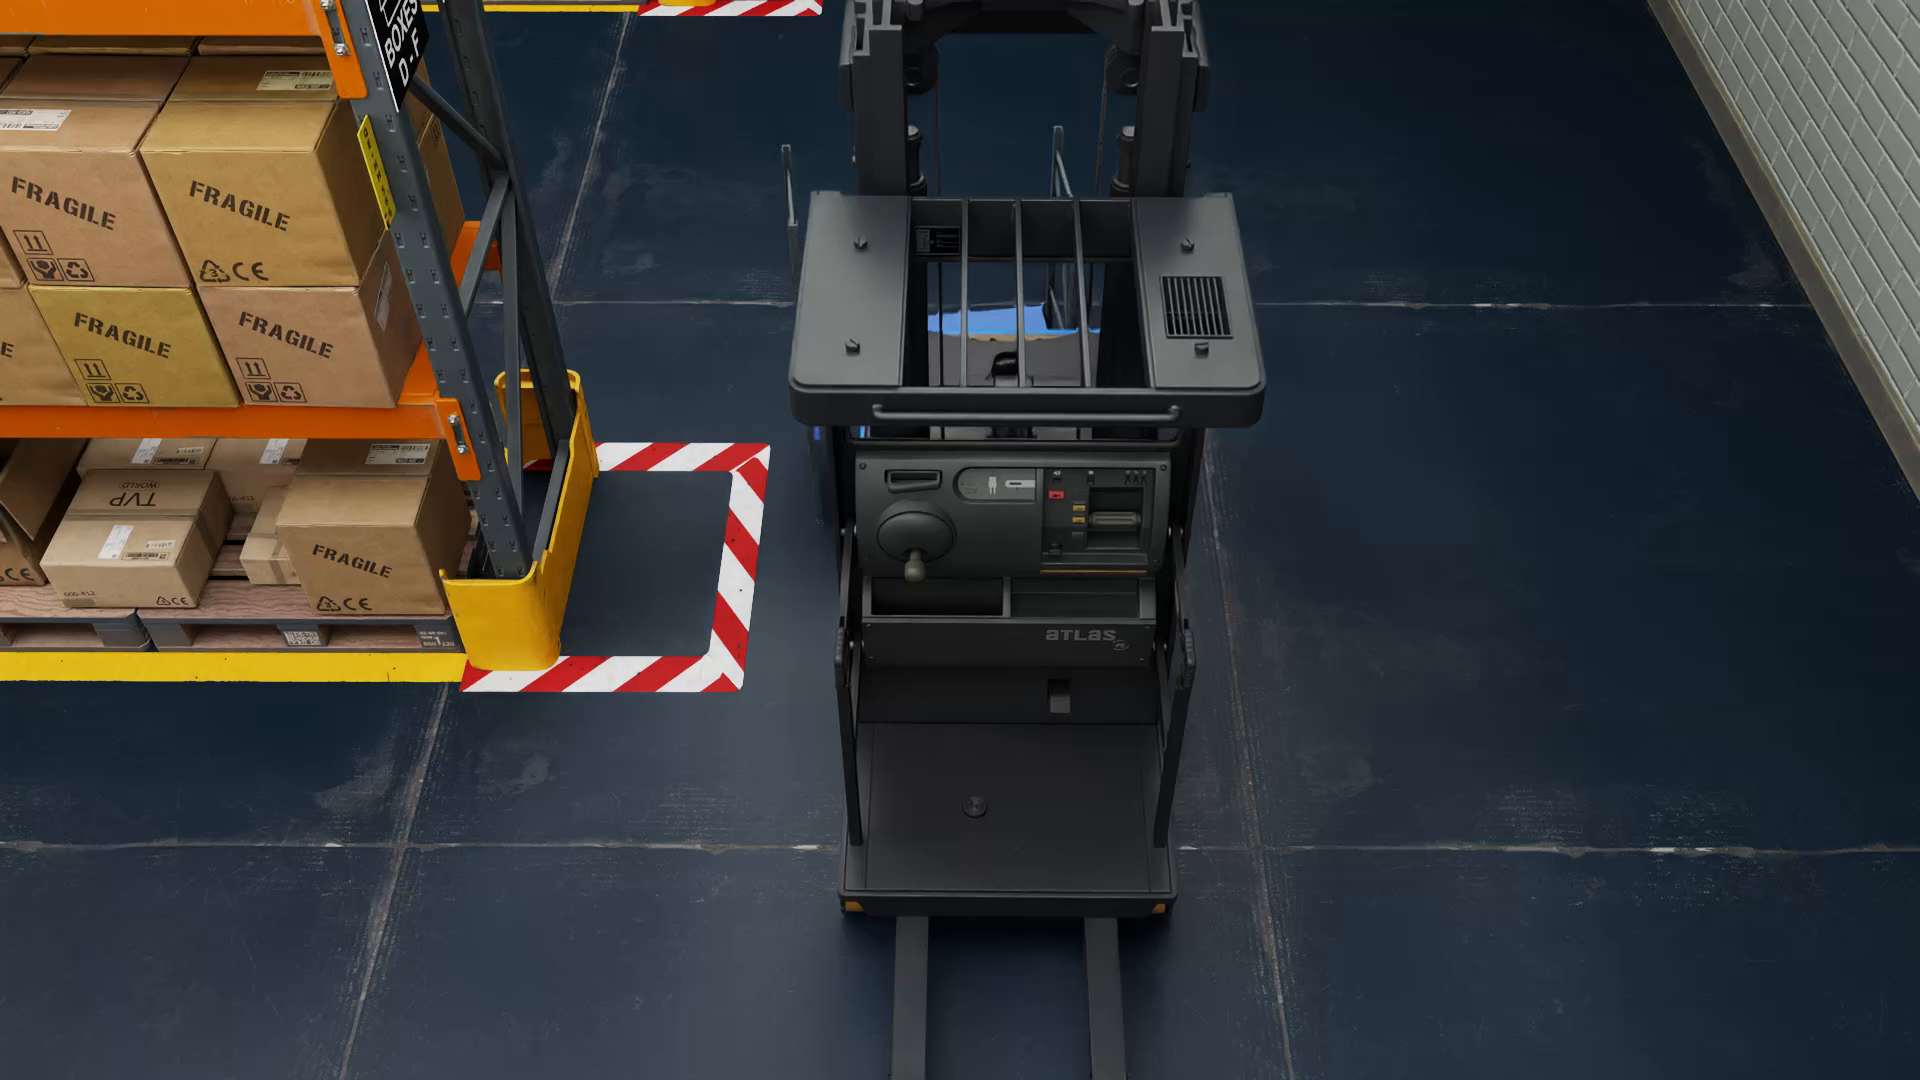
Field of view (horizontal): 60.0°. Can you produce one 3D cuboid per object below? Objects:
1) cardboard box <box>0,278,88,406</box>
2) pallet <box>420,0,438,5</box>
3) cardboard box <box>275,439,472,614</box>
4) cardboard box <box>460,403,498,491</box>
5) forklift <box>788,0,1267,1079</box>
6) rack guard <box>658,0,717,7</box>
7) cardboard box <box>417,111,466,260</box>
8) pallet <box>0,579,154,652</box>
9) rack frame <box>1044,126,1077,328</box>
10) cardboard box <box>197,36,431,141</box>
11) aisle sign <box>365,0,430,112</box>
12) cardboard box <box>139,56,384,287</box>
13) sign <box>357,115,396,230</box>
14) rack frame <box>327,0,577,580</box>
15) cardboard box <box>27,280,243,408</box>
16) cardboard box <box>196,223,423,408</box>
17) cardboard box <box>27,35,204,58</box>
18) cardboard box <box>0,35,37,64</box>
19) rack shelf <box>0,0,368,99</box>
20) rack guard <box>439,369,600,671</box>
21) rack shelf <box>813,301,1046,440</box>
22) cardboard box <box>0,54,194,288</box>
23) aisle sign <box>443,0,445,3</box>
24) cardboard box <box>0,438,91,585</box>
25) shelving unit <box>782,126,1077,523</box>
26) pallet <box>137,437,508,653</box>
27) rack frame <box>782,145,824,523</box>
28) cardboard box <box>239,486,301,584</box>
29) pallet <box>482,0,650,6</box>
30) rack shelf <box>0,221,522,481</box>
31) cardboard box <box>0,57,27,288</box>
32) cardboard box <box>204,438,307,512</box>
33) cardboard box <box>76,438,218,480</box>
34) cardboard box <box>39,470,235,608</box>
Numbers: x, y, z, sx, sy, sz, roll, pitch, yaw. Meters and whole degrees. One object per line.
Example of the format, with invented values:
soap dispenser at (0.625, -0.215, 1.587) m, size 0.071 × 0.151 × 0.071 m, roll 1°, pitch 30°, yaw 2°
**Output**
cardboard box at (-3.108, -0.790, 5.449) m, size 0.500 × 0.500 × 0.500 m, roll 0°, pitch 47°, yaw 0°
pallet at (-3.643, -3.576, 10.015) m, size 1.213 × 0.211 × 1.003 m, roll 0°, pitch 47°, yaw 0°
cardboard box at (-2.186, -0.069, 6.253) m, size 0.500 × 0.500 × 0.500 m, roll 0°, pitch 47°, yaw 0°
cardboard box at (-2.059, -0.381, 6.784) m, size 0.250 × 0.149 × 0.380 m, roll 0°, pitch 47°, yaw 0°
forklift at (0.156, 0.030, 4.800) m, size 1.130 × 2.935 × 3.031 m, roll 0°, pitch 47°, yaw 0°
rack guard at (-1.603, -3.724, 9.956) m, size 0.348 × 0.500 × 1.175 m, roll 0°, pitch 47°, yaw 0°
cardboard box at (-2.084, -1.178, 5.810) m, size 0.500 × 0.500 × 0.500 m, roll 1°, pitch 47°, yaw 1°
pallet at (-3.732, -0.007, 6.693) m, size 1.213 × 0.211 × 1.003 m, roll 0°, pitch 47°, yaw 0°
rack frame at (0.396, -0.858, 6.605) m, size 0.032 × 1.500 × 0.500 m, roll -5°, pitch 47°, yaw -5°
cardboard box at (-2.084, -1.519, 5.444) m, size 0.500 × 0.500 × 0.500 m, roll 1°, pitch 47°, yaw 1°
aisle sign at (-1.574, -1.611, 4.505) m, size 0.004 × 0.787 × 0.394 m, roll 0°, pitch 47°, yaw 0°
cardboard box at (-2.088, -1.125, 5.077) m, size 0.500 × 0.500 × 0.500 m, roll 0°, pitch 47°, yaw 0°
sign at (-1.664, -1.046, 4.748) m, size 0.005 × 0.325 × 0.100 m, roll 0°, pitch 47°, yaw 0°
rack frame at (-1.641, -0.950, 5.666) m, size 0.127 × 3.000 × 1.000 m, roll 0°, pitch 47°, yaw 0°
cardboard box at (-2.609, -0.785, 5.444) m, size 0.500 × 0.500 × 0.500 m, roll 1°, pitch 47°, yaw 0°
cardboard box at (-2.090, -0.786, 5.445) m, size 0.500 × 0.500 × 0.500 m, roll 1°, pitch 47°, yaw 1°
cardboard box at (-2.607, -1.515, 5.440) m, size 0.500 × 0.500 × 0.500 m, roll 1°, pitch 47°, yaw 1°
cardboard box at (-3.107, -1.520, 5.445) m, size 0.500 × 0.500 × 0.500 m, roll 1°, pitch 47°, yaw 1°
rack shelf at (-3.641, -1.732, 4.836) m, size 4.000 × 0.370 × 1.077 m, roll 0°, pitch 47°, yaw 0°
rack guard at (-1.717, -0.099, 6.581) m, size 0.348 × 0.500 × 1.175 m, roll 0°, pitch 47°, yaw 0°
rack shelf at (-0.108, -0.690, 6.694) m, size 1.000 × 0.185 × 0.538 m, roll -5°, pitch 47°, yaw -5°
cardboard box at (-2.593, -1.125, 5.078) m, size 0.500 × 0.500 × 0.500 m, roll 1°, pitch 47°, yaw 1°
aisle sign at (-1.572, -2.051, 4.914) m, size 0.004 × 0.787 × 0.394 m, roll 0°, pitch 47°, yaw 0°
cardboard box at (-3.763, -0.259, 6.427) m, size 0.637 × 0.503 × 0.797 m, roll 0°, pitch 47°, yaw 0°
shelving unit at (-0.108, -0.812, 6.562) m, size 1.048 × 1.500 × 0.538 m, roll -5°, pitch 47°, yaw -5°
pallet at (-2.515, -0.002, 6.688) m, size 1.213 × 0.211 × 1.003 m, roll 0°, pitch 47°, yaw 0°
rack frame at (-0.613, -0.766, 6.519) m, size 0.032 × 1.500 × 0.500 m, roll -5°, pitch 47°, yaw -5°
cardboard box at (-2.591, -0.023, 6.438) m, size 0.250 × 0.166 × 0.380 m, roll 0°, pitch 47°, yaw 0°
pallet at (-2.427, -3.571, 10.010) m, size 1.213 × 0.211 × 1.003 m, roll 0°, pitch 47°, yaw 0°
rack shelf at (-3.641, -0.710, 5.934) m, size 4.000 × 0.370 × 1.077 m, roll 0°, pitch 47°, yaw 0°
cardboard box at (-3.111, -1.123, 5.076) m, size 0.500 × 0.500 × 0.500 m, roll 1°, pitch 47°, yaw 1°
cardboard box at (-2.684, -0.374, 6.707) m, size 0.500 × 0.250 × 0.500 m, roll 0°, pitch 47°, yaw 0°
cardboard box at (-3.184, -0.375, 6.708) m, size 0.500 × 0.250 × 0.500 m, roll 0°, pitch 47°, yaw 0°
cardboard box at (-3.136, -0.009, 6.368) m, size 0.500 × 0.250 × 0.500 m, roll 0°, pitch 47°, yaw 0°
